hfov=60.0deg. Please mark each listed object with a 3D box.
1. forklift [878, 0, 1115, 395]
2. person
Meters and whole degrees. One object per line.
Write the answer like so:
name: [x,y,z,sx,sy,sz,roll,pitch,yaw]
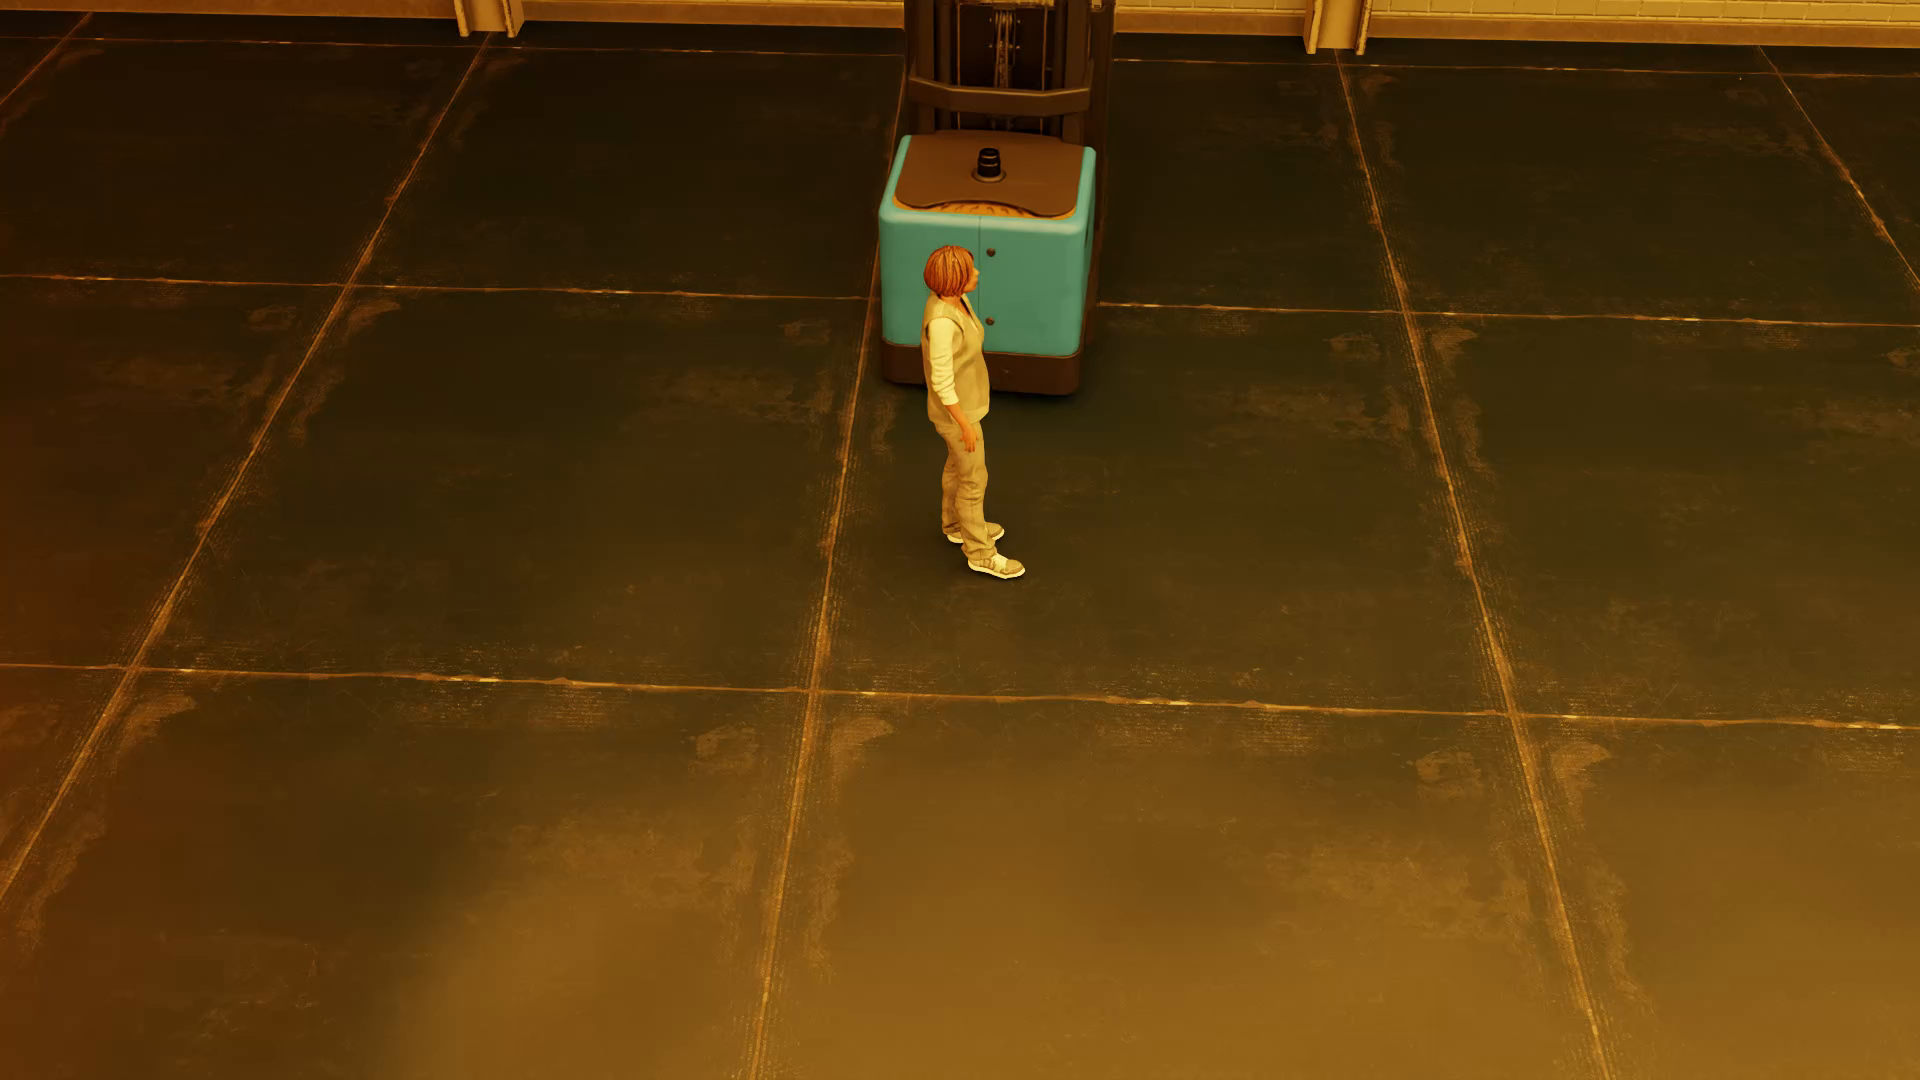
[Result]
forklift: [0.287,-2.830,8.842,1.130,2.935,3.031,5,43,5]
person: [0.073,-0.583,7.359,0.474,1.598,0.519,2,42,2]
